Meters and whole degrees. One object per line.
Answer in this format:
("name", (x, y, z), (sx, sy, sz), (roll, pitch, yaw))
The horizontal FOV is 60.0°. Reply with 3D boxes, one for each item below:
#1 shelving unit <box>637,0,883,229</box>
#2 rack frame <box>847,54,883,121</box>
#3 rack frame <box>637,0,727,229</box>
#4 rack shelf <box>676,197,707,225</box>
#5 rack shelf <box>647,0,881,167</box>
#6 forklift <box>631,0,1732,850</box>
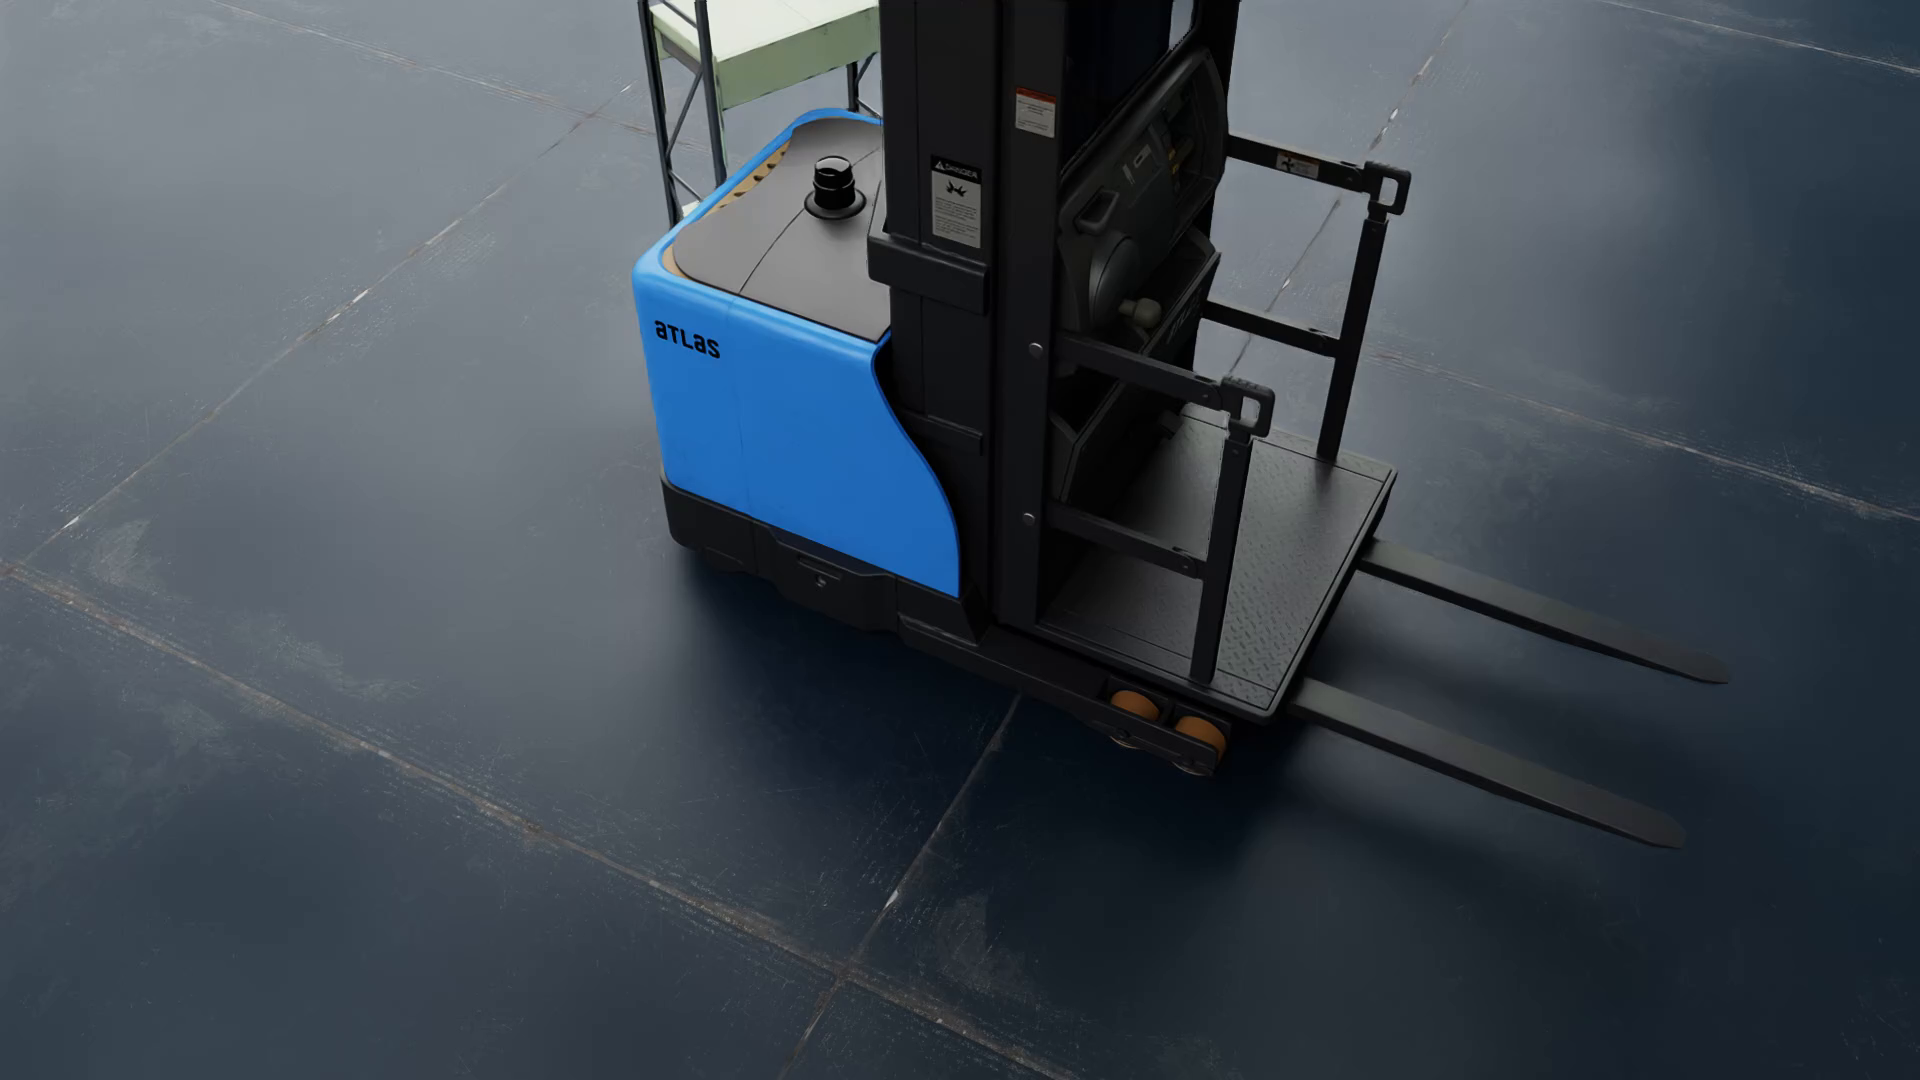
("shelving unit", (-0.545, -1.249, 5.430), (0.755, 1.500, 0.431), (-28, 52, -25))
("rack frame", (-0.254, -1.407, 5.586), (0.023, 1.500, 0.400), (-28, 52, -25))
("rack frame", (-0.837, -1.092, 5.275), (0.023, 1.500, 0.400), (-28, 52, -25))
("rack shelf", (-0.545, -1.020, 5.662), (0.720, 0.370, 0.431), (-28, 52, -25))
("rack shelf", (-0.545, -1.524, 5.153), (0.720, 0.370, 0.431), (-28, 52, -25))
("forklift", (0.637, -0.816, 3.996), (3.031, 2.935, 1.130), (21, 49, 19))
